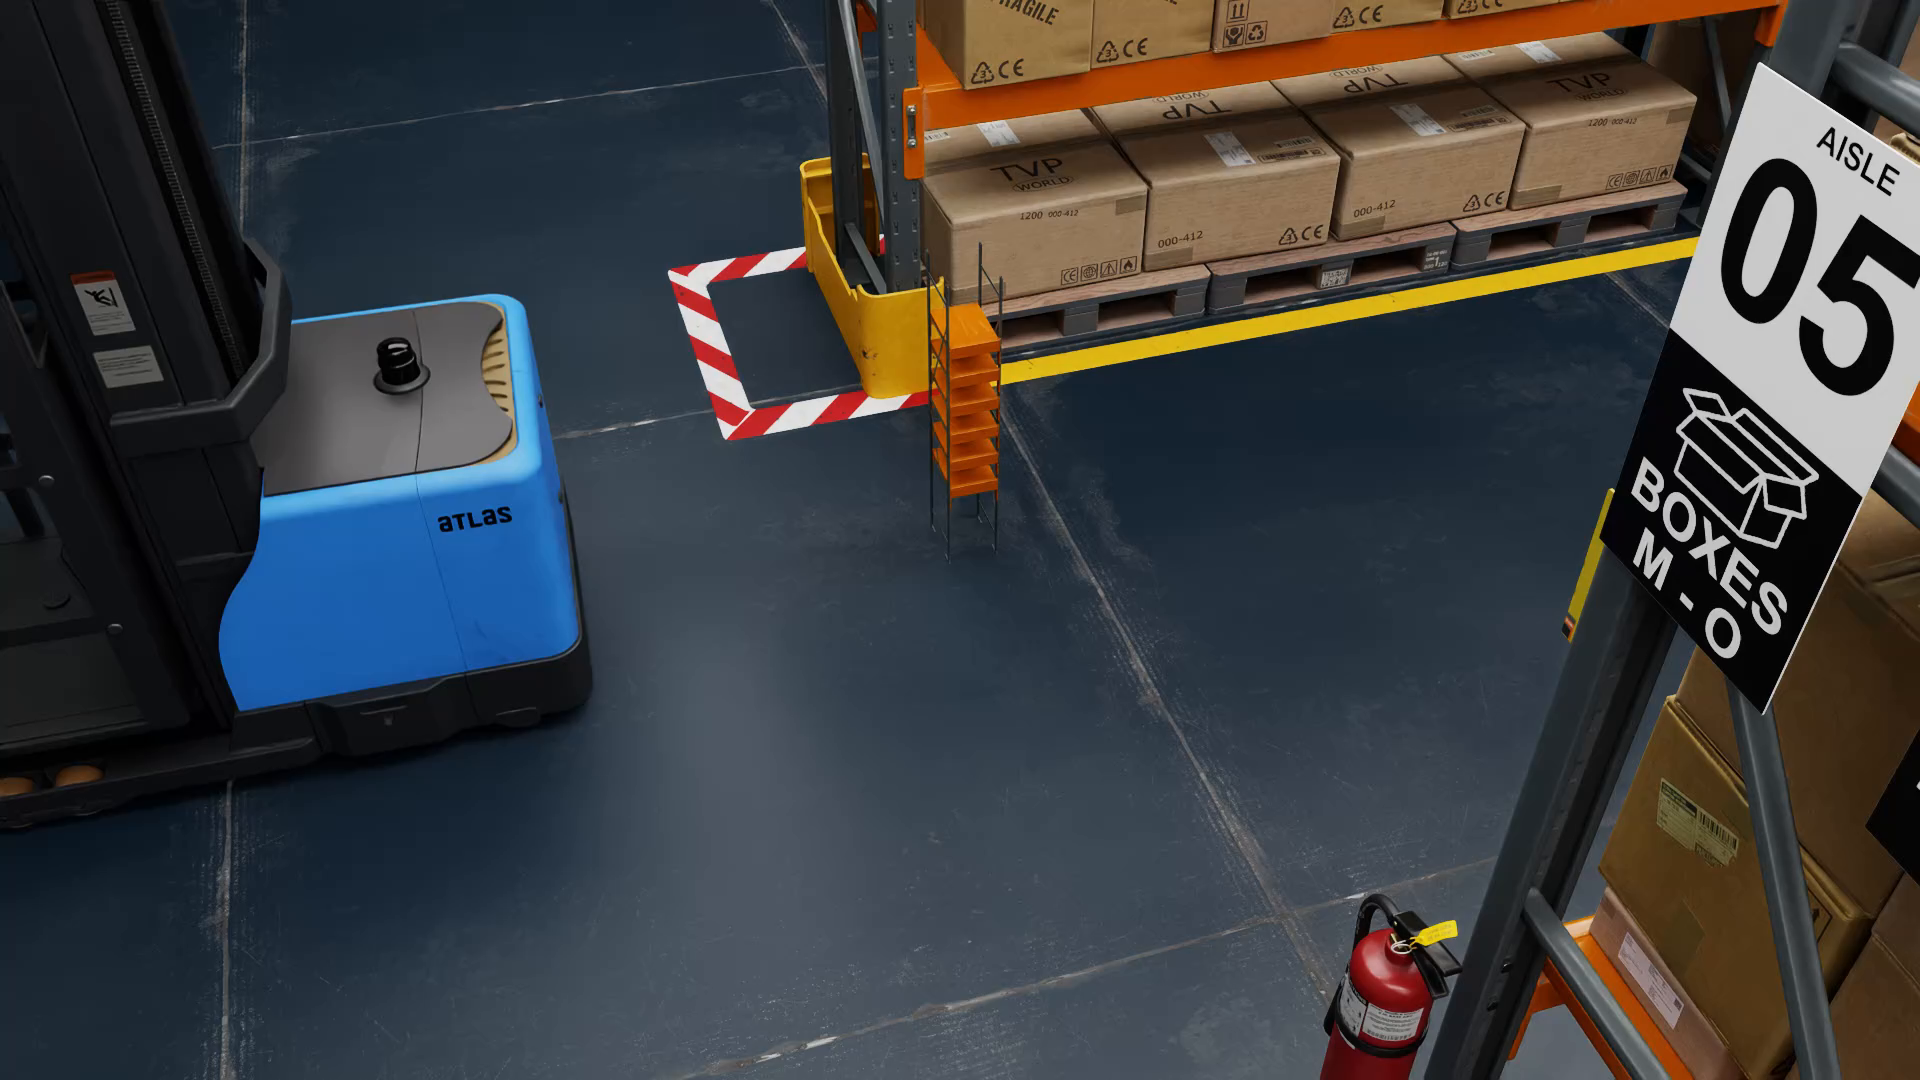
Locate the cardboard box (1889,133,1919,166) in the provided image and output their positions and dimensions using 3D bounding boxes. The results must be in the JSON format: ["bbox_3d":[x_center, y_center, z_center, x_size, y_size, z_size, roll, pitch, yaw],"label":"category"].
[{"bbox_3d":[1.573,-0.353,2.208,0.500,0.250,0.500,-13,43,-14],"label":"cardboard box"}]

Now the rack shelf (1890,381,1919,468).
[{"bbox_3d":[3.126,-0.278,2.555,4.000,0.370,1.077,-12,42,-13],"label":"rack shelf"}]

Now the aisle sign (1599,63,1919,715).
[{"bbox_3d":[1.058,-0.177,2.196,0.004,0.787,0.394,-12,42,-13],"label":"aisle sign"}]

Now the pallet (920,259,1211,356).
[{"bbox_3d":[0.374,-1.267,7.540,1.213,0.211,1.003,-12,42,-13],"label":"pallet"}]

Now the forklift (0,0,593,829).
[{"bbox_3d":[-2.806,-0.587,4.694,3.031,2.935,1.130,-10,42,-11],"label":"forklift"}]

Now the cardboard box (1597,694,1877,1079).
[{"bbox_3d":[1.569,0.576,3.008,0.500,0.500,0.500,-11,42,-12],"label":"cardboard box"}]

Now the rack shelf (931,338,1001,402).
[{"bbox_3d":[0.014,-0.602,5.730,0.180,0.103,0.258,-12,42,-13],"label":"rack shelf"}]

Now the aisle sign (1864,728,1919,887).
[{"bbox_3d":[1.239,0.200,1.765,0.004,0.787,0.394,-12,42,-13],"label":"aisle sign"}]

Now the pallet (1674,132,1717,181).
[{"bbox_3d":[4.163,-2.050,8.436,1.213,0.211,1.003,-12,42,-13],"label":"pallet"}]

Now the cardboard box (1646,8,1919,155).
[{"bbox_3d":[4.017,-2.431,8.049,0.875,0.875,0.875,-10,42,-12],"label":"cardboard box"}]

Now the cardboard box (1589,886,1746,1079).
[{"bbox_3d":[1.444,0.829,3.212,0.250,0.149,0.380,-12,42,-13],"label":"cardboard box"}]

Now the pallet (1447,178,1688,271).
[{"bbox_3d":[2.701,-1.749,8.092,1.213,0.211,1.003,-12,42,-13],"label":"pallet"}]

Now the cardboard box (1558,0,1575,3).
[{"bbox_3d":[2.595,-2.581,6.849,0.500,0.500,0.500,-13,43,-14],"label":"cardboard box"}]

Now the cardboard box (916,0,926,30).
[{"bbox_3d":[0.015,-2.409,6.652,0.500,0.500,0.500,-11,42,-13],"label":"cardboard box"}]

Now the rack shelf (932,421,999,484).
[{"bbox_3d":[0.014,-0.331,5.967,0.180,0.103,0.258,-12,42,-13],"label":"rack shelf"}]

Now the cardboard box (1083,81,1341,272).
[{"bbox_3d":[1.105,-1.683,7.524,0.875,0.438,0.875,-11,42,-12],"label":"cardboard box"}]

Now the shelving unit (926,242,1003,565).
[{"bbox_3d":[0.014,-0.455,5.859,0.189,1.200,0.258,-12,42,-13],"label":"shelving unit"}]

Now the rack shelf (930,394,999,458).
[{"bbox_3d":[0.014,-0.421,5.888,0.180,0.103,0.258,-12,42,-13],"label":"rack shelf"}]

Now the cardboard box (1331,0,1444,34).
[{"bbox_3d":[1.616,-2.379,6.617,0.500,0.500,0.500,-10,42,-12],"label":"cardboard box"}]

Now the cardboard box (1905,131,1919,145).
[{"bbox_3d":[1.581,-0.536,2.038,0.500,0.250,0.500,-13,43,-14],"label":"cardboard box"}]

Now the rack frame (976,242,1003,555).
[{"bbox_3d":[0.101,-0.473,5.879,0.006,1.200,0.240,-12,42,-13],"label":"rack frame"}]

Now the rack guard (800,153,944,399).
[{"bbox_3d":[-0.388,-1.164,7.202,0.348,0.500,1.175,-12,42,-13],"label":"rack guard"}]

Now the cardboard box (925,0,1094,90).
[{"bbox_3d":[0.179,-2.063,6.255,0.500,0.500,0.500,-12,43,-13],"label":"cardboard box"}]

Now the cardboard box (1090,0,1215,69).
[{"bbox_3d":[0.653,-2.180,6.389,0.500,0.500,0.500,-12,43,-14],"label":"cardboard box"}]

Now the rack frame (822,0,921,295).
[{"bbox_3d":[-0.365,-2.110,6.385,0.127,3.000,1.000,-12,42,-13],"label":"rack frame"}]

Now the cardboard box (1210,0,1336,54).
[{"bbox_3d":[1.144,-2.269,6.492,0.500,0.500,0.500,-12,43,-13],"label":"cardboard box"}]

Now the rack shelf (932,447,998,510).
[{"bbox_3d":[0.014,-0.241,6.046,0.180,0.103,0.258,-12,42,-13],"label":"rack shelf"}]

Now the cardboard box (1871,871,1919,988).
[{"bbox_3d":[1.726,0.528,2.304,0.500,0.500,0.500,-12,43,-13],"label":"cardboard box"}]

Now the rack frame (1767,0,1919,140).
[{"bbox_3d":[1.218,-1.283,0.879,0.127,3.000,1.000,-12,42,-13],"label":"rack frame"}]

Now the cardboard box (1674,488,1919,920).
[{"bbox_3d":[1.580,0.203,2.675,0.500,0.500,0.500,-13,43,-14],"label":"cardboard box"}]

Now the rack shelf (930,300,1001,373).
[{"bbox_3d":[0.014,-0.692,5.651,0.180,0.103,0.258,-12,42,-13],"label":"rack shelf"}]

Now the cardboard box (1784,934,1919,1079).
[{"bbox_3d":[1.729,0.911,2.625,0.500,0.500,0.500,-10,42,-11],"label":"cardboard box"}]

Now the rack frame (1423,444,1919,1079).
[{"bbox_3d":[1.218,0.976,2.853,0.127,3.000,1.000,-12,42,-13],"label":"rack frame"}]

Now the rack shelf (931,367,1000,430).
[{"bbox_3d":[0.014,-0.512,5.809,0.180,0.103,0.258,-12,42,-13],"label":"rack shelf"}]

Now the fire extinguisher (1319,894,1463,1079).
[{"bbox_3d":[0.839,0.906,3.275,0.183,0.674,0.296,-12,42,-13],"label":"fire extinguisher"}]

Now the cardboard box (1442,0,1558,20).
[{"bbox_3d":[2.120,-2.473,6.724,0.500,0.500,0.500,-12,43,-14],"label":"cardboard box"}]

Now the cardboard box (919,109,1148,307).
[{"bbox_3d":[0.234,-1.497,7.311,0.875,0.438,0.875,-13,43,-15],"label":"cardboard box"}]

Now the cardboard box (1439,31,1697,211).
[{"bbox_3d":[2.819,-2.037,7.930,0.875,0.438,0.875,-12,43,-14],"label":"cardboard box"}]

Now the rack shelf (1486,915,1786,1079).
[{"bbox_3d":[3.126,0.852,3.542,4.000,0.370,1.077,-12,42,-13],"label":"rack shelf"}]

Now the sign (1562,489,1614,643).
[{"bbox_3d":[1.071,0.069,2.771,0.005,0.325,0.100,-12,42,-13],"label":"sign"}]

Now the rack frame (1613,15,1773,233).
[{"bbox_3d":[3.450,-2.901,7.290,0.127,3.000,1.000,-12,42,-13],"label":"rack frame"}]

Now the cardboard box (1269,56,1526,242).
[{"bbox_3d":[1.965,-1.860,7.727,0.875,0.438,0.875,-13,43,-14],"label":"cardboard box"}]

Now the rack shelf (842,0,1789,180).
[{"bbox_3d":[1.542,-2.235,7.075,4.000,0.370,1.077,-12,42,-13],"label":"rack shelf"}]

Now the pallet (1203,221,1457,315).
[{"bbox_3d":[1.536,-1.506,7.813,1.213,0.211,1.003,-12,42,-13],"label":"pallet"}]

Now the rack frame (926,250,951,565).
[{"bbox_3d":[-0.073,-0.437,5.838,0.006,1.200,0.240,-12,42,-13],"label":"rack frame"}]

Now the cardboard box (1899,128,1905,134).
[{"bbox_3d":[4.877,-2.615,8.259,0.875,0.875,0.875,-11,42,-12],"label":"cardboard box"}]
